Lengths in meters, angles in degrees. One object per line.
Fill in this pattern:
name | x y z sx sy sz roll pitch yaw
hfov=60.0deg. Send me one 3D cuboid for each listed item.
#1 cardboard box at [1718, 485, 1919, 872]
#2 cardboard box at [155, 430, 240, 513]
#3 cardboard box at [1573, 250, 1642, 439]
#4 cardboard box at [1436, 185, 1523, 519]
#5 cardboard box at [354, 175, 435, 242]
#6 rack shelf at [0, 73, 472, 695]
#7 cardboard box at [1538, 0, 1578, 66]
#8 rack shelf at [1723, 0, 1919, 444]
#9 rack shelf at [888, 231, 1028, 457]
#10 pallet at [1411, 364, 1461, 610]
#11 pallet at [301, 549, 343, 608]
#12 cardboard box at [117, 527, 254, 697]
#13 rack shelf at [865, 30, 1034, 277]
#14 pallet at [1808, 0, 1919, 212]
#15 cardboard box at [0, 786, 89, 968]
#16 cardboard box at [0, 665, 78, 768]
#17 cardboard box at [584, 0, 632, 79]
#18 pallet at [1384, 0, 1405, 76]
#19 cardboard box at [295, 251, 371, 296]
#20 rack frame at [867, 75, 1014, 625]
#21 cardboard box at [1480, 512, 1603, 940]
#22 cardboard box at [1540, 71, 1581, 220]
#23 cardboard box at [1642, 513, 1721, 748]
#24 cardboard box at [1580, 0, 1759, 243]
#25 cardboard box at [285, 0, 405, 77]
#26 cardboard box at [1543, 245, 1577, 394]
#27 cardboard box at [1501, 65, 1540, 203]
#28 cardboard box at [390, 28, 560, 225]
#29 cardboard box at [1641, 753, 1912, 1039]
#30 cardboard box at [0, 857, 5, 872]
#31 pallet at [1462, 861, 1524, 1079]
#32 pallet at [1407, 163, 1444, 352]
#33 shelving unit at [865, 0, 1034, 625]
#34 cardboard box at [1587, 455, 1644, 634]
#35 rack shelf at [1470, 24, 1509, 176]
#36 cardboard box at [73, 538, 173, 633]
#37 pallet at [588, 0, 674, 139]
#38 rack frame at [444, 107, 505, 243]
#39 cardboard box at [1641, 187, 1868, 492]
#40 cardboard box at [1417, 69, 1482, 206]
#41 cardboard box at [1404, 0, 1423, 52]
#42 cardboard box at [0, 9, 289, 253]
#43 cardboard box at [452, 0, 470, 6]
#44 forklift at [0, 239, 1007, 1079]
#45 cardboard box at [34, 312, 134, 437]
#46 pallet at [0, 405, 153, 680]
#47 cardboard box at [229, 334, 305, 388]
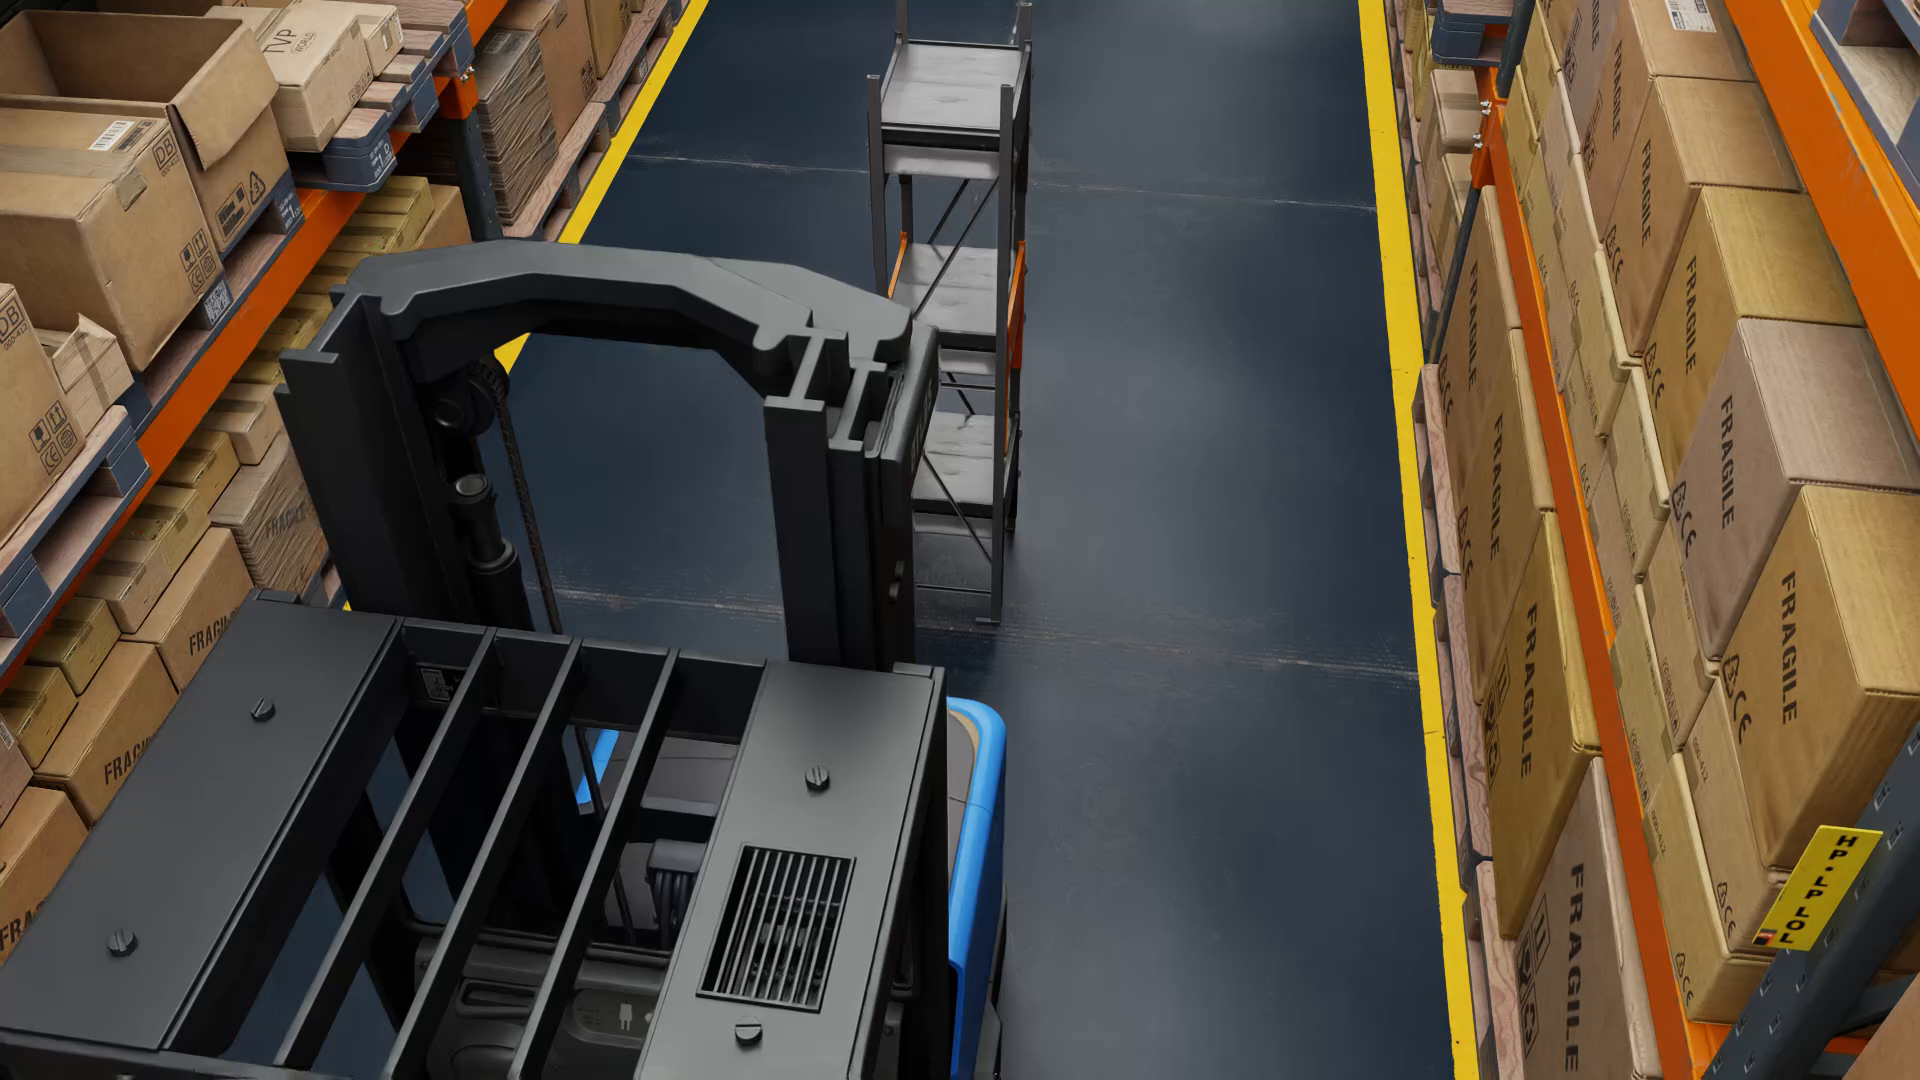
cardboard box | 1.733 0.274 2.979 0.500 0.500 0.500 7 44 7
cardboard box | -2.569 -0.231 5.353 0.380 0.149 0.250 5 44 6
cardboard box | 1.912 -0.494 4.336 0.500 0.250 0.500 6 44 6
cardboard box | 2.278 -0.643 5.987 0.875 0.875 0.875 5 44 5
cardboard box | -2.283 -1.295 6.476 0.380 0.149 0.250 3 44 3
rack shelf | -2.733 -0.550 5.172 1.077 0.370 4.000 5 44 6
cardboard box | 2.144 -1.811 5.181 0.500 0.500 0.500 4 44 4
rack shelf | 2.187 -1.190 3.667 1.077 0.370 4.000 5 44 6
rack shelf | -0.022 -0.640 5.418 0.431 0.518 0.480 5 44 6
pallet | 2.273 -0.182 6.289 1.003 0.211 1.213 5 44 6
pallet | -2.769 0.173 5.914 1.003 0.211 1.213 5 44 6
cardboard box | -2.580 0.295 5.270 0.500 0.500 0.500 4 44 4
rack shelf | -0.022 -1.148 4.937 0.431 0.518 0.480 5 44 6
pallet | 1.995 -0.648 2.710 0.805 0.209 1.217 4 44 4
cardboard box | -2.711 0.998 4.527 0.500 0.500 0.500 7 44 7
cardboard box | -2.704 0.480 4.602 0.380 0.149 0.250 3 44 3
cardboard box | -2.206 -2.793 8.440 0.875 0.625 0.625 4 44 4
pallet | 2.879 -2.908 9.168 1.003 0.211 1.213 5 44 6
cardboard box | -2.367 -0.930 6.092 0.380 0.149 0.250 4 44 4
rack frame | -0.054 -0.483 5.233 0.400 2.100 0.015 5 44 6
cardboard box | 2.037 0.574 4.702 0.875 0.875 0.875 6 44 7
cardboard box | 2.070 -1.177 5.057 0.500 0.250 0.500 6 44 7
cardboard box | 1.799 0.210 3.592 0.500 0.250 0.500 6 44 7
cardboard box | 2.004 -1.121 4.452 0.500 0.500 0.500 6 44 7
cardboard box | -2.176 -1.753 5.797 0.380 0.149 0.250 6 44 6
cardboard box | 2.012 -0.652 4.865 0.500 0.250 0.500 7 44 7
cardboard box | 2.137 -1.360 5.614 0.500 0.250 0.500 5 44 5
cardboard box | -2.373 -1.888 7.484 0.875 0.625 0.625 7 44 7
cardboard box | 1.732 0.727 3.410 0.500 0.250 0.500 4 44 5
cardboard box | -2.687 0.852 4.210 0.380 0.149 0.250 7 44 7
pallet | 1.950 1.481 4.533 1.003 0.211 1.213 5 44 6
pallet | 2.556 -1.245 7.411 1.003 0.211 1.213 5 44 6
shelving unit | -0.022 -0.650 5.409 0.431 2.100 0.503 5 44 6
cardboard box | 1.886 0.038 4.138 0.500 0.250 0.500 4 44 4
rack shelf | 2.716 -2.827 7.577 1.077 0.370 4.000 5 44 6
cardboard box | -2.611 0.125 4.977 0.380 0.149 0.250 5 44 5
pallet | -2.158 -2.548 8.787 1.003 0.211 1.213 5 44 6
rack frame | -2.469 -2.174 6.364 1.000 3.000 0.127 5 44 6
cardboard box | 1.880 -0.423 3.715 0.500 0.500 0.500 6 44 7
cardboard box | 2.626 -1.811 7.587 0.950 0.372 0.625 4 44 5
cardboard box | 2.822 -2.802 8.633 0.950 0.372 0.625 8 44 8
cardboard box | -2.502 -1.235 4.992 0.797 0.503 0.637 4 44 5
cardboard box | -2.168 -2.400 6.712 0.500 0.250 0.500 5 44 6
forklift | -0.601 1.083 2.974 1.130 2.935 3.031 6 44 6
cardboard box | -2.434 -0.463 4.350 0.396 0.266 0.258 7 44 8
pallet | -2.784 0.087 4.116 1.003 0.211 1.213 5 44 6
cardboard box | -2.480 -0.584 5.726 0.380 0.149 0.250 5 44 5
